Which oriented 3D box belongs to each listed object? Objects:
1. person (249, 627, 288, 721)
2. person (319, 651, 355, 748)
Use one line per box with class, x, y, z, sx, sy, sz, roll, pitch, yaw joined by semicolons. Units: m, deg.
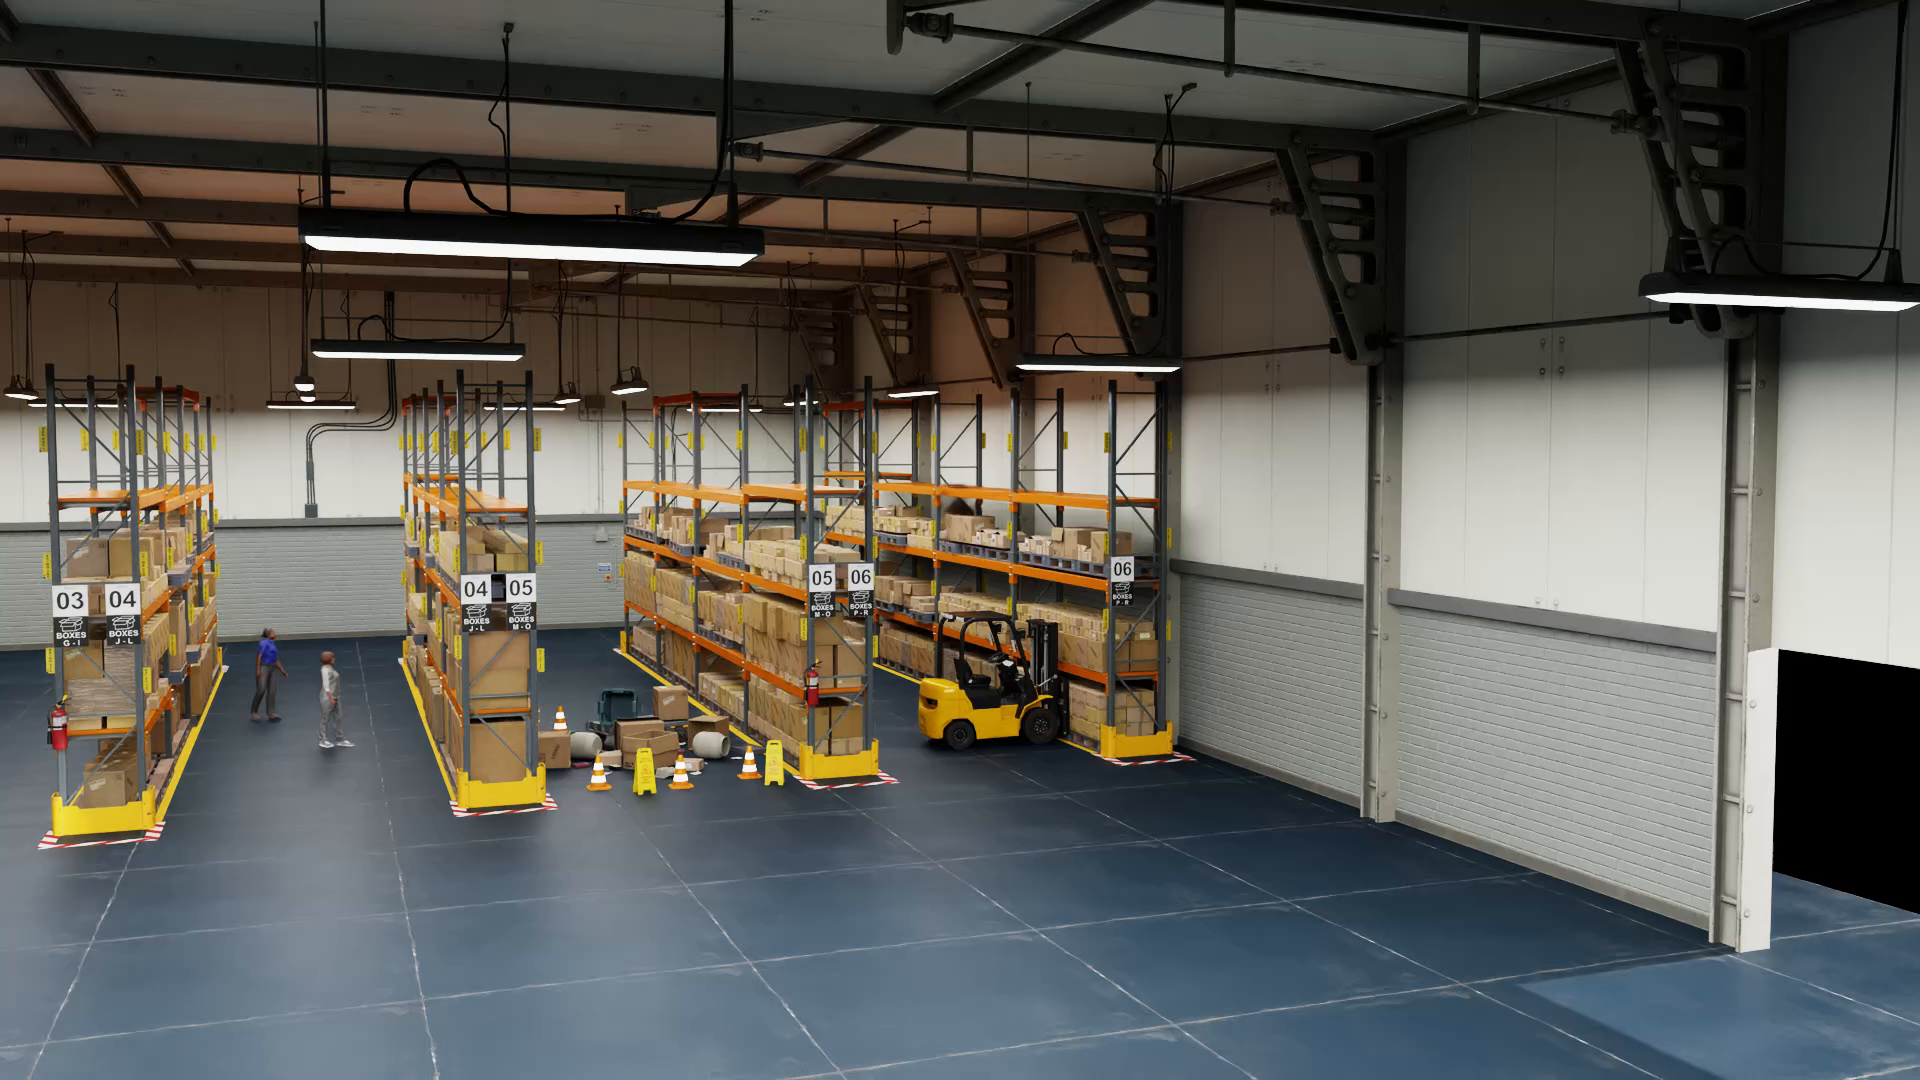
person;-12.540;2.424;30.091;0.438;1.659;0.659;1;4;18
person;-10.307;2.622;27.292;0.553;1.602;0.424;1;3;11
